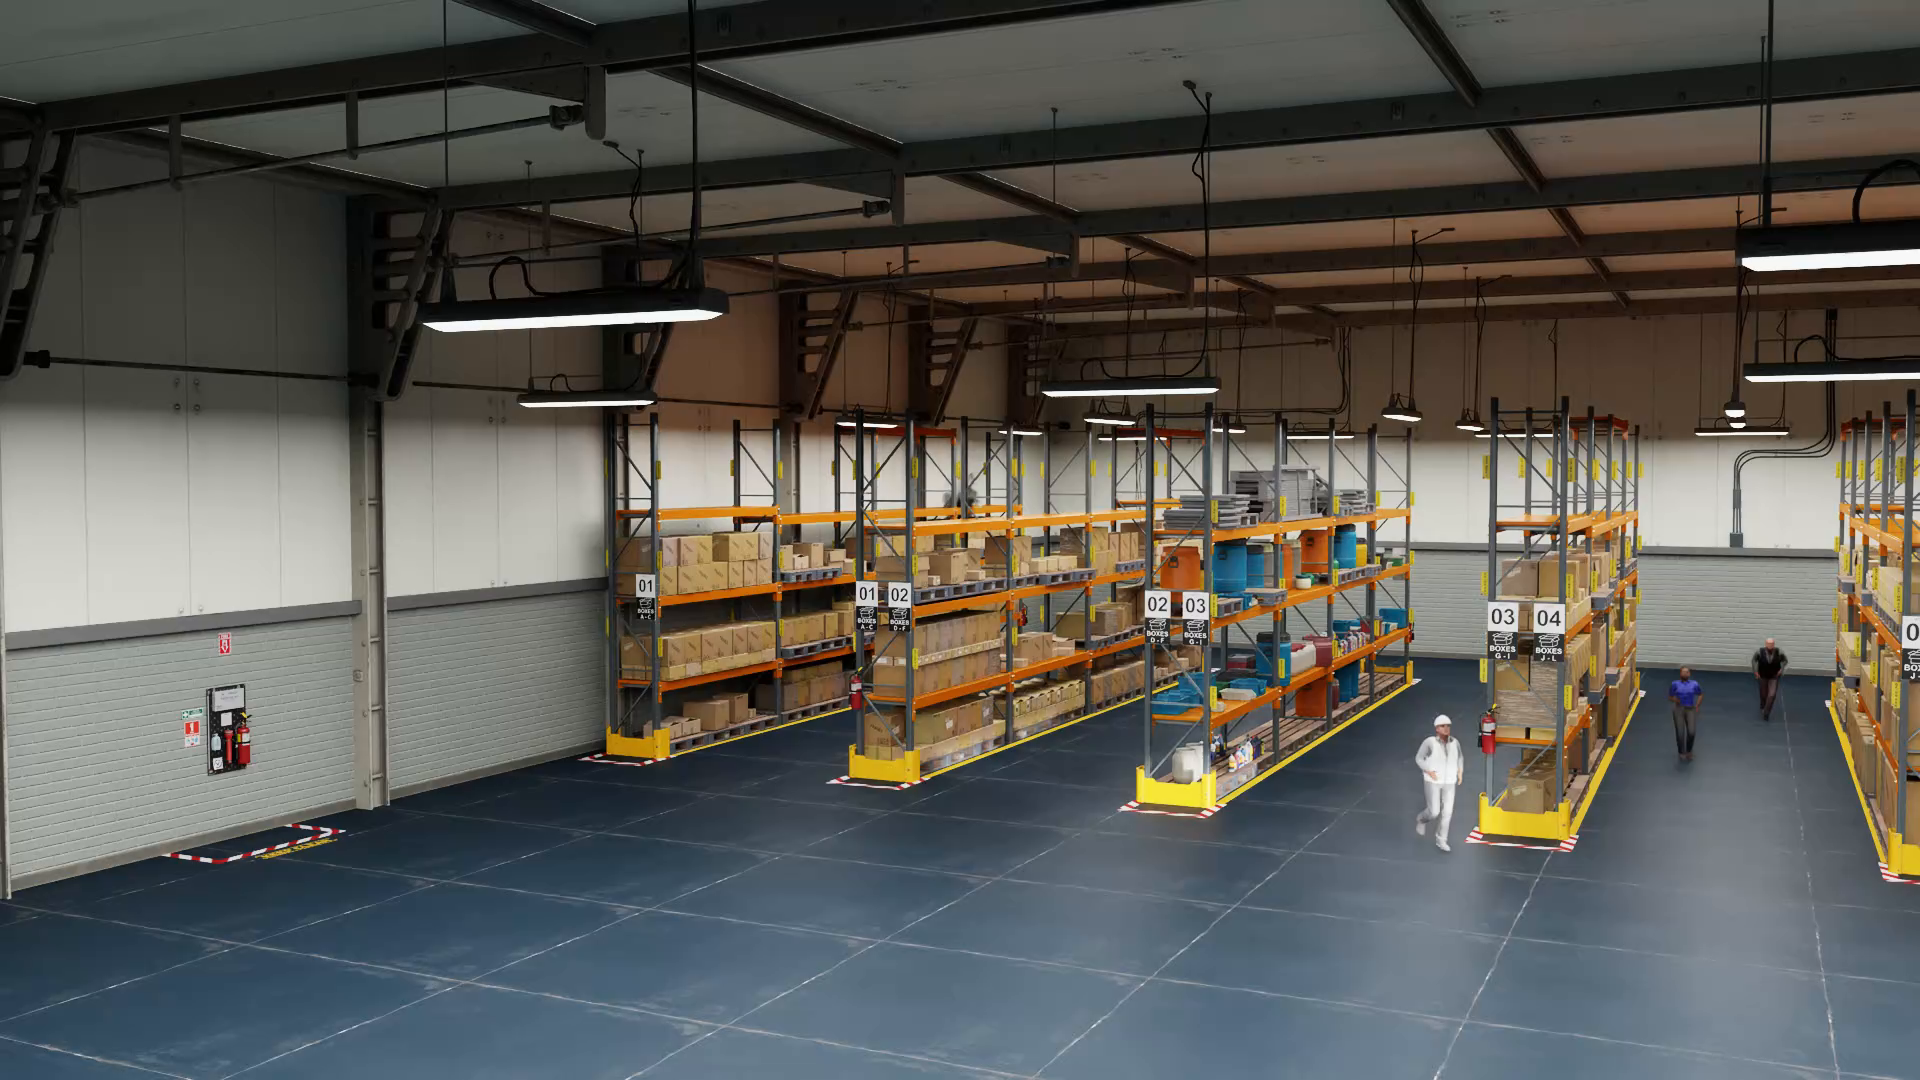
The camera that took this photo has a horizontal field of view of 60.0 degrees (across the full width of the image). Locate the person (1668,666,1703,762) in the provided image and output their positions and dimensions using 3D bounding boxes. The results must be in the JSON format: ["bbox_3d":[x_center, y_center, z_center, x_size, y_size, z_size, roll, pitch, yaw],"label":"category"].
[{"bbox_3d":[12.434,2.986,28.498,0.560,1.641,0.605,1,3,22],"label":"person"}]

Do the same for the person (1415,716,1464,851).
[{"bbox_3d":[6.389,3.209,22.188,0.659,1.760,0.714,0,2,-7],"label":"person"}]

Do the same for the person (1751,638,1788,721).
[{"bbox_3d":[16.302,2.787,33.525,0.660,1.676,0.878,1,3,18],"label":"person"}]
